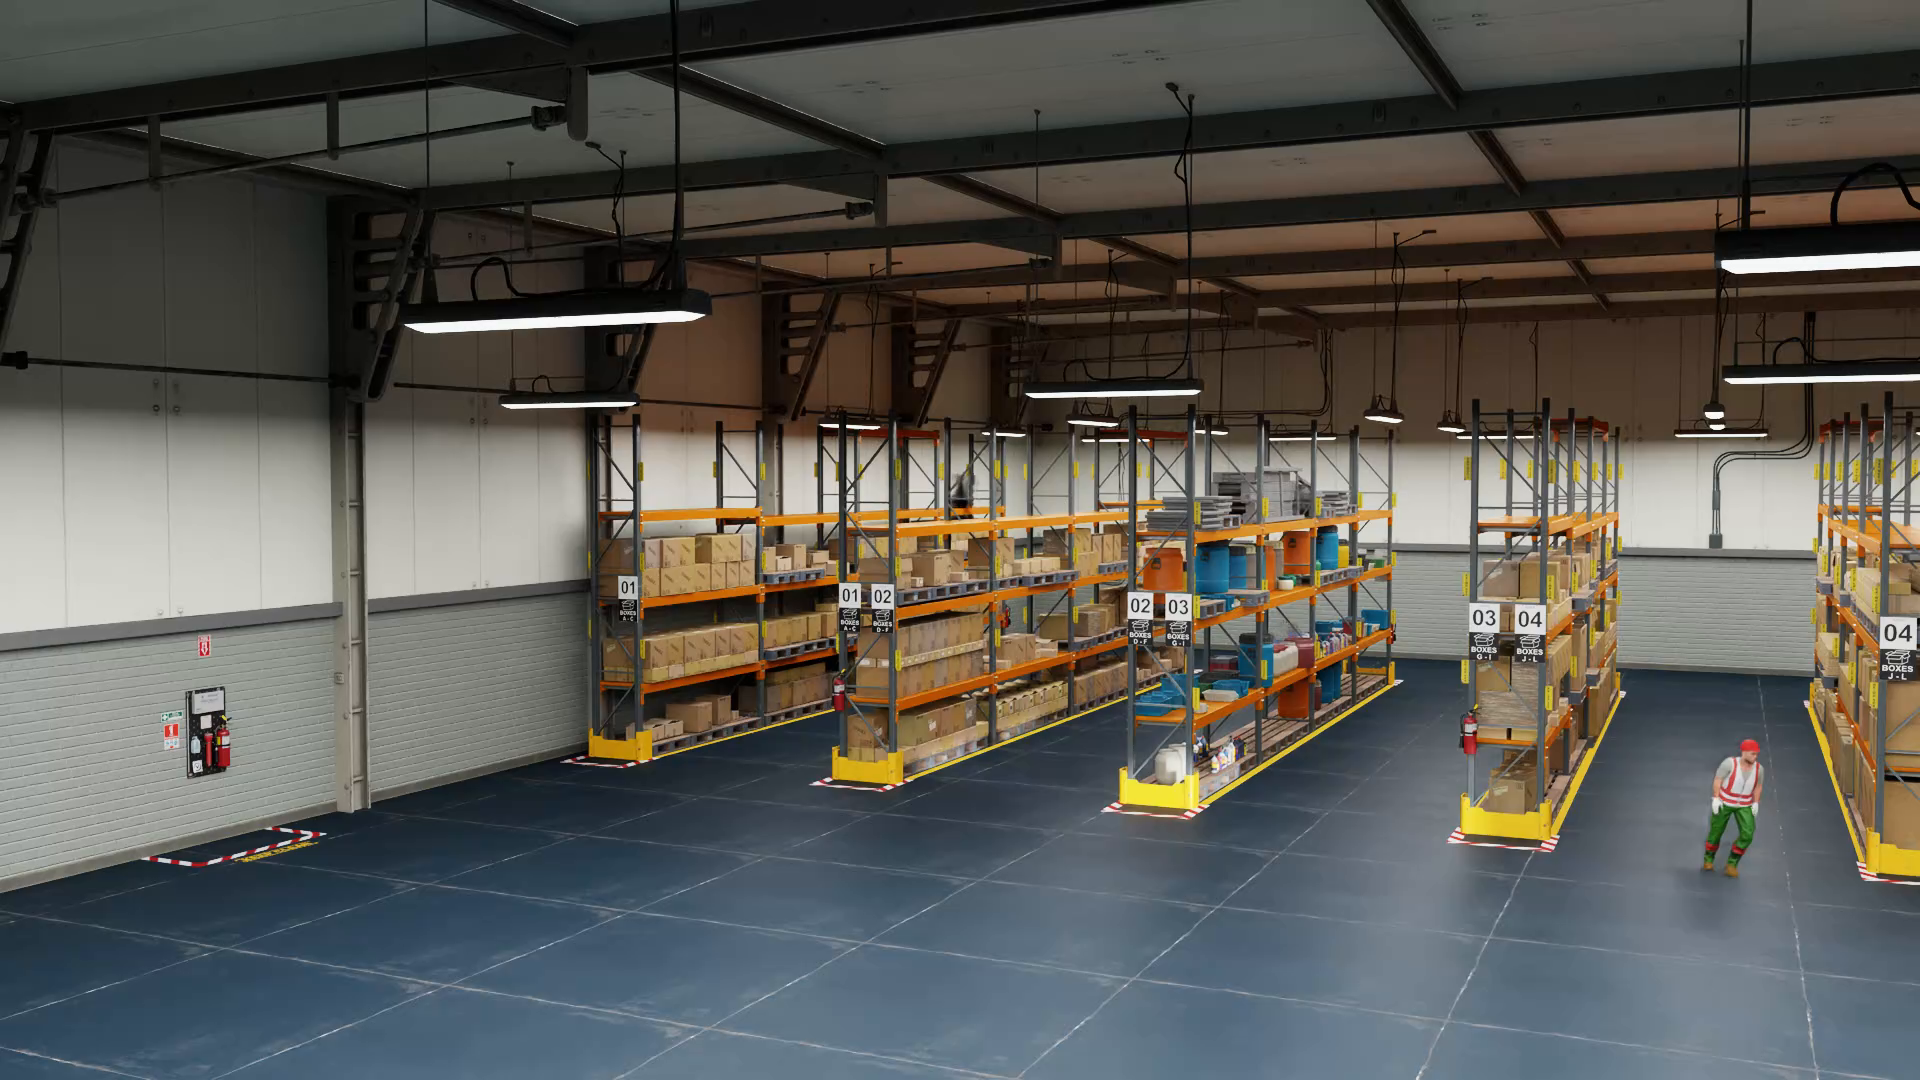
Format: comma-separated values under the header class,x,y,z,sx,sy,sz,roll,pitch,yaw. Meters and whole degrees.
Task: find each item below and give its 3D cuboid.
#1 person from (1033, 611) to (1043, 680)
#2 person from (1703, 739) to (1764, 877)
class,x,y,z,sx,sy,sz,roll,pitch,yaw
person,1.928,2.541,39.828,0.579,1.686,0.744,1,3,25
person,9.626,3.299,20.647,0.656,1.705,0.675,0,2,5
